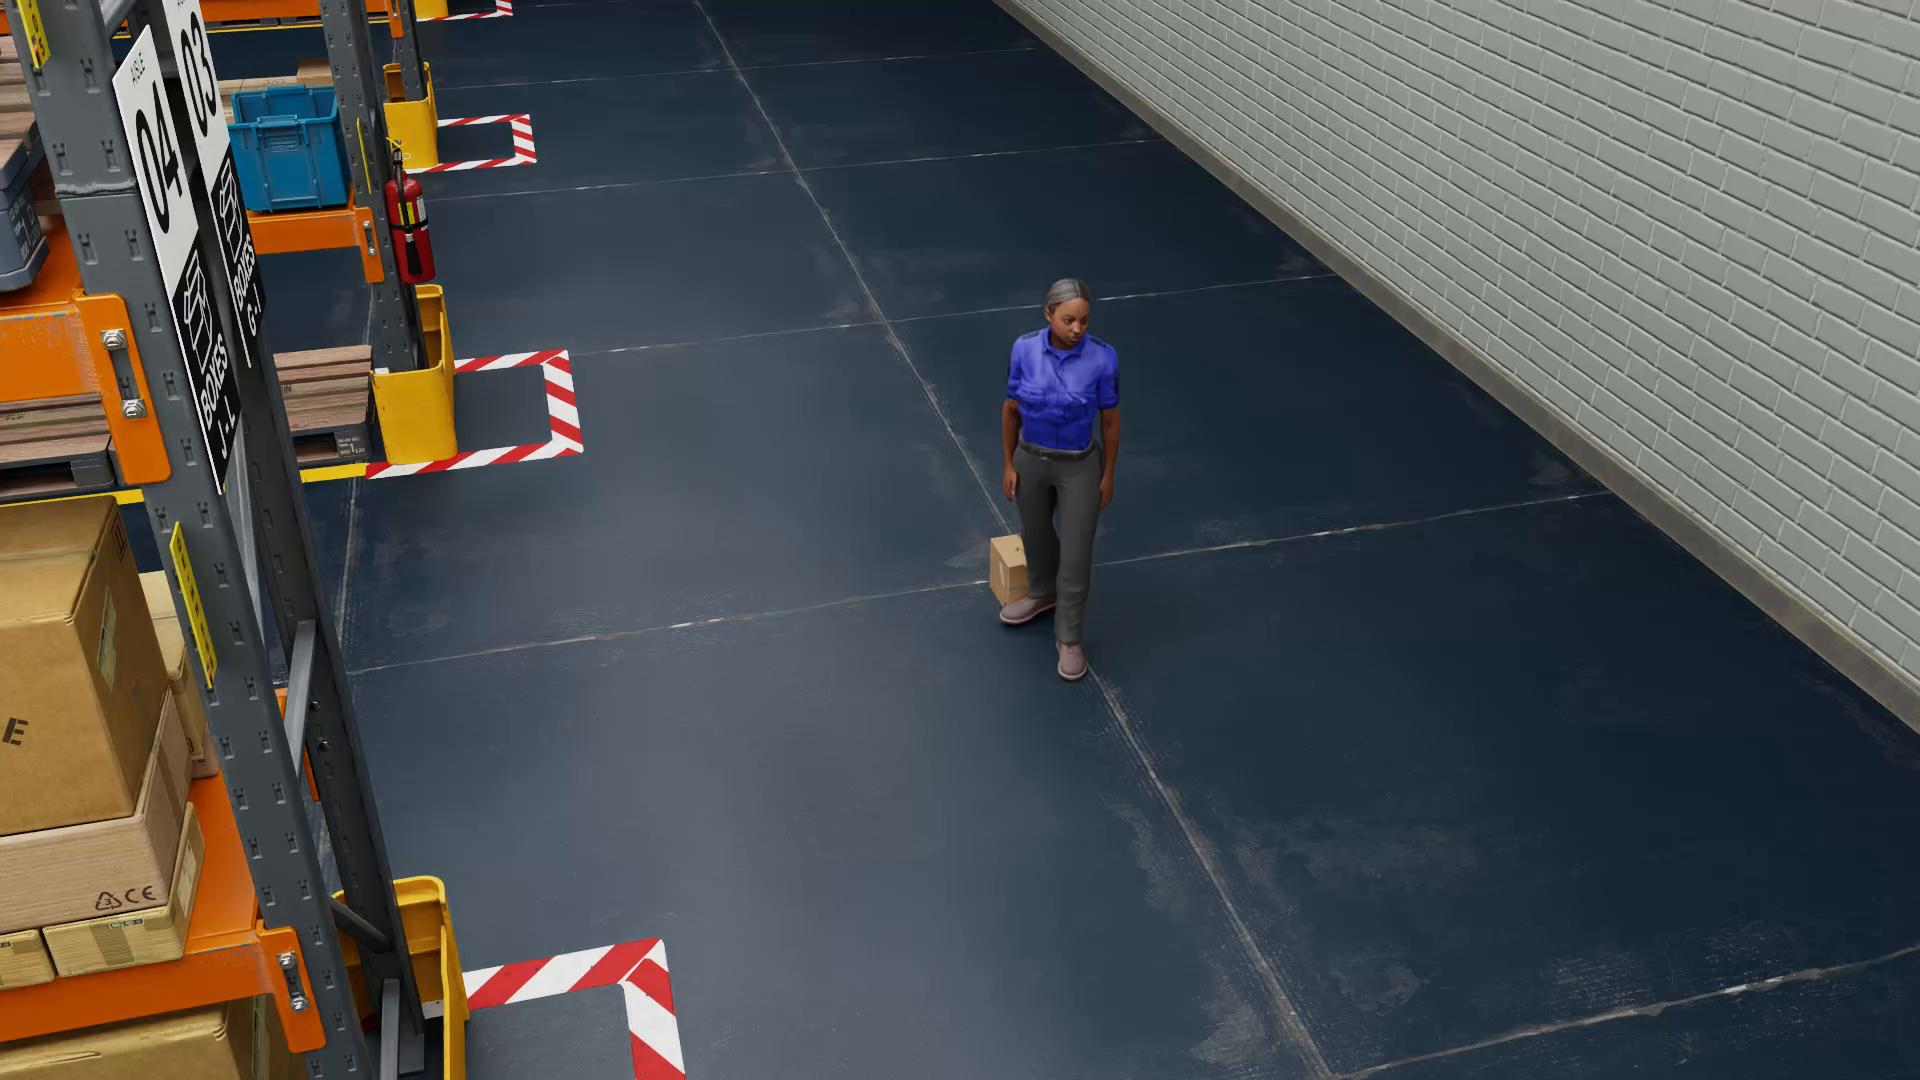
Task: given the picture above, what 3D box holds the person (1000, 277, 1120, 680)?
[{"bbox_3d":[0.383,-0.287,6.621,0.487,1.655,0.548,9,32,15],"label":"person"}]
